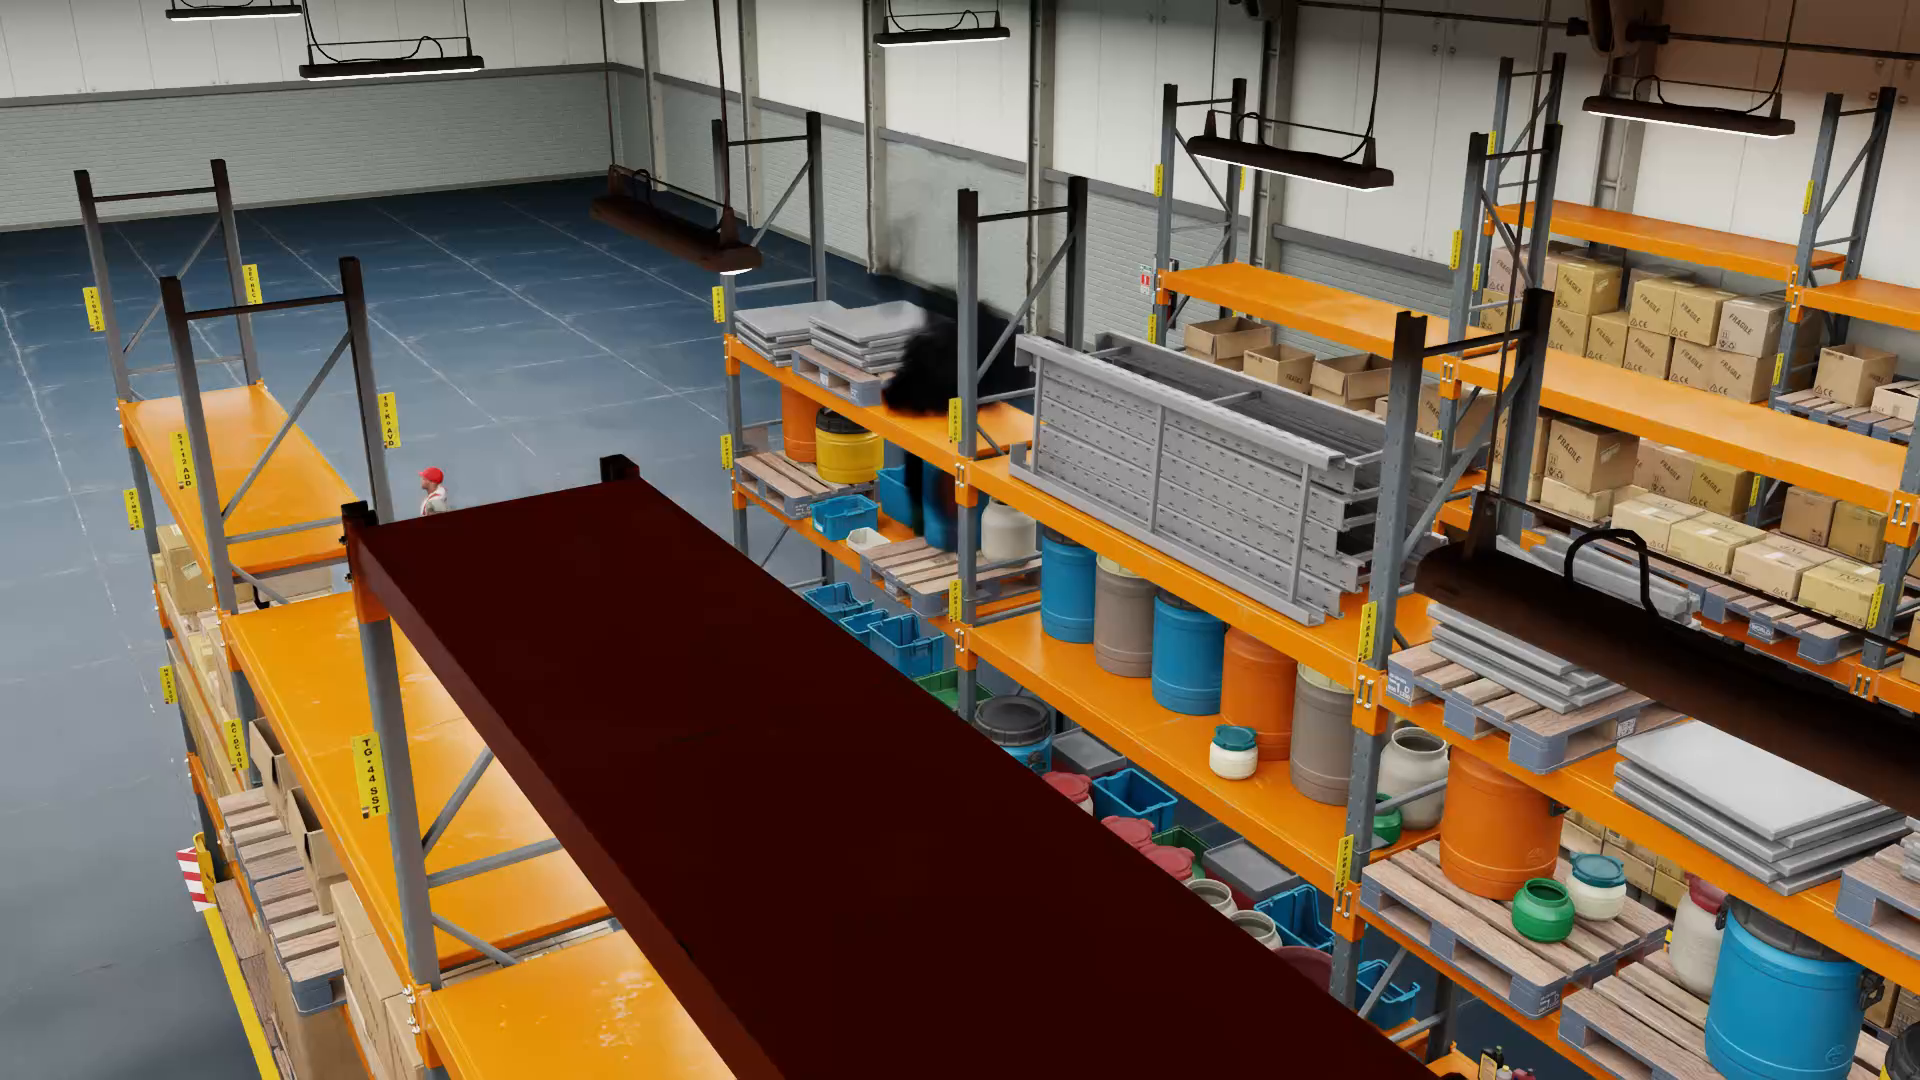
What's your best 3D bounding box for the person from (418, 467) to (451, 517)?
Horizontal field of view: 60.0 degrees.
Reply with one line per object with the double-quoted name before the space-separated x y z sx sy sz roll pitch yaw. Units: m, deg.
"person" -5.919 -0.013 19.090 0.707 1.756 0.664 -3 22 -8
